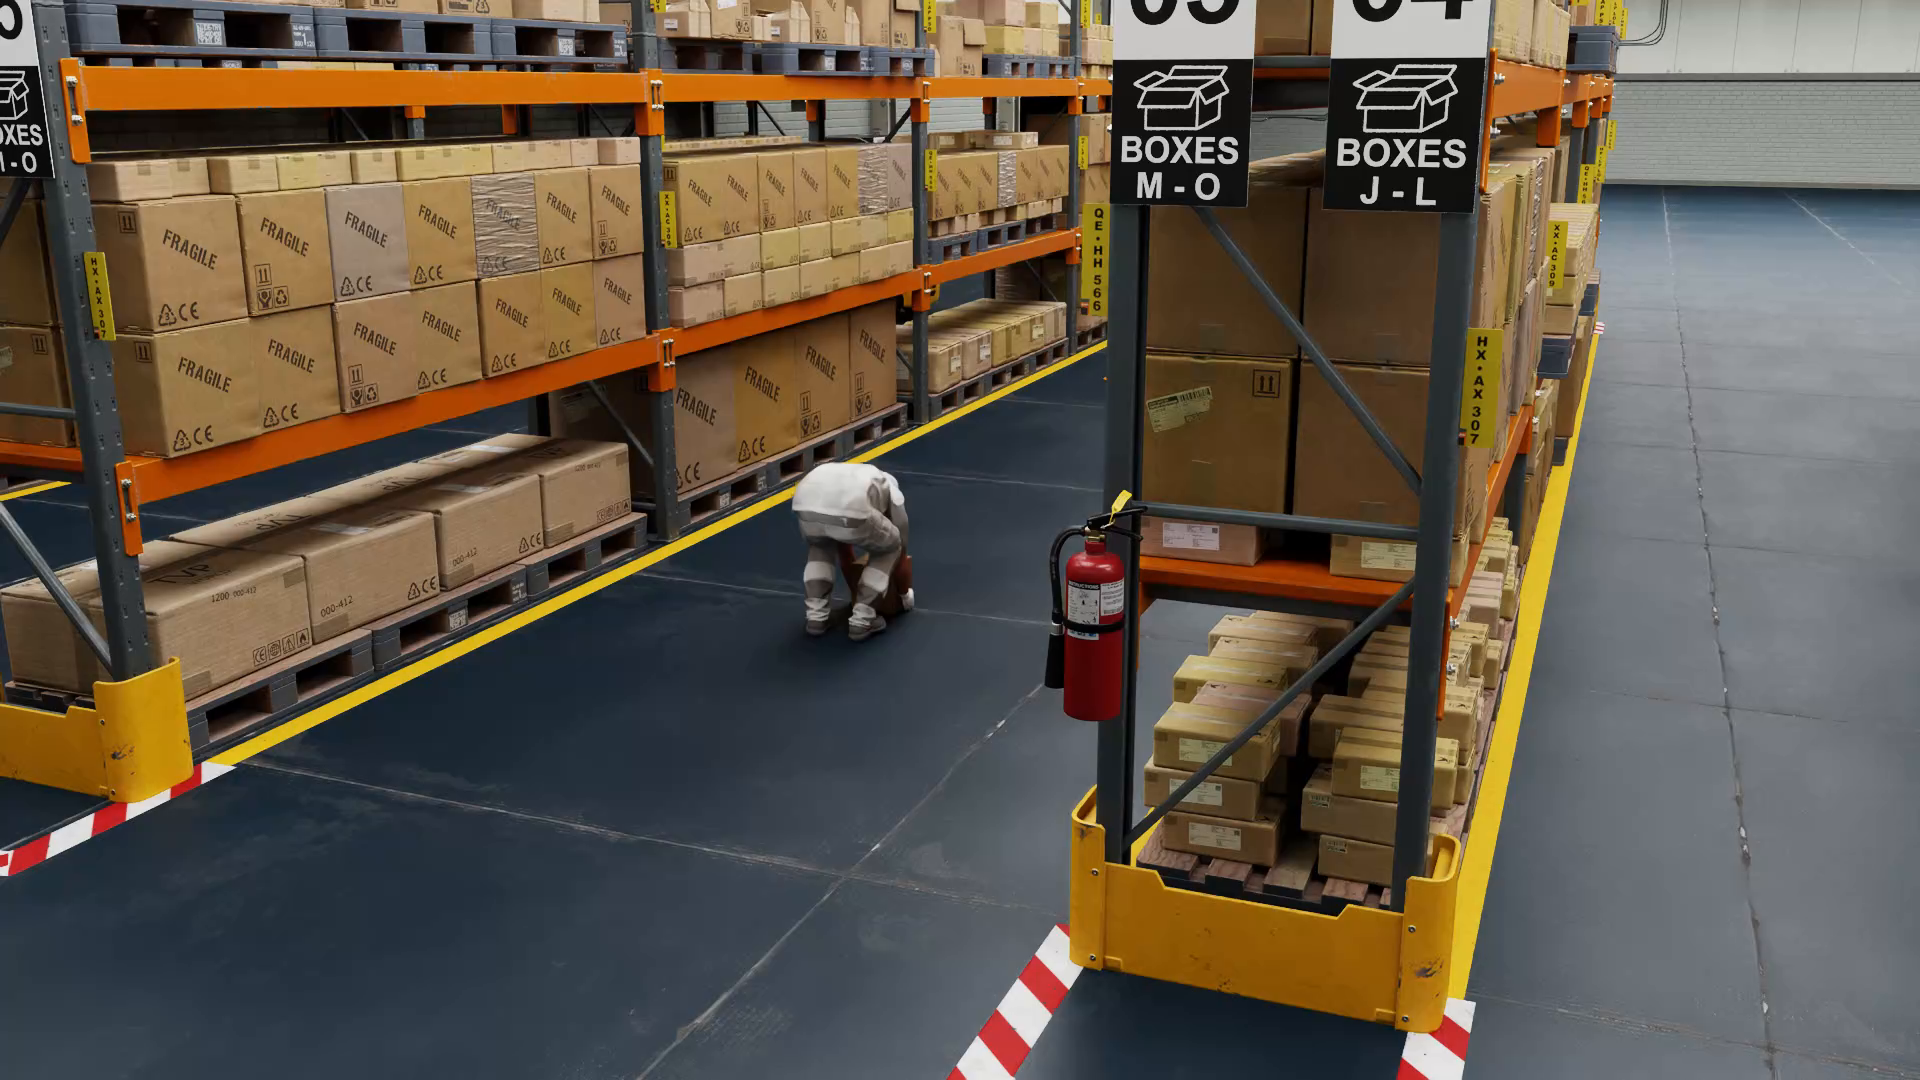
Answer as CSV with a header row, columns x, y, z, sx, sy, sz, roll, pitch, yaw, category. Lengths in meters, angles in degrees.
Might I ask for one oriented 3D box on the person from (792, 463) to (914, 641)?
x,y,z,sx,sy,sz,roll,pitch,yaw,category
-0.546,0.006,8.668,0.537,0.915,0.956,5,16,18,person
